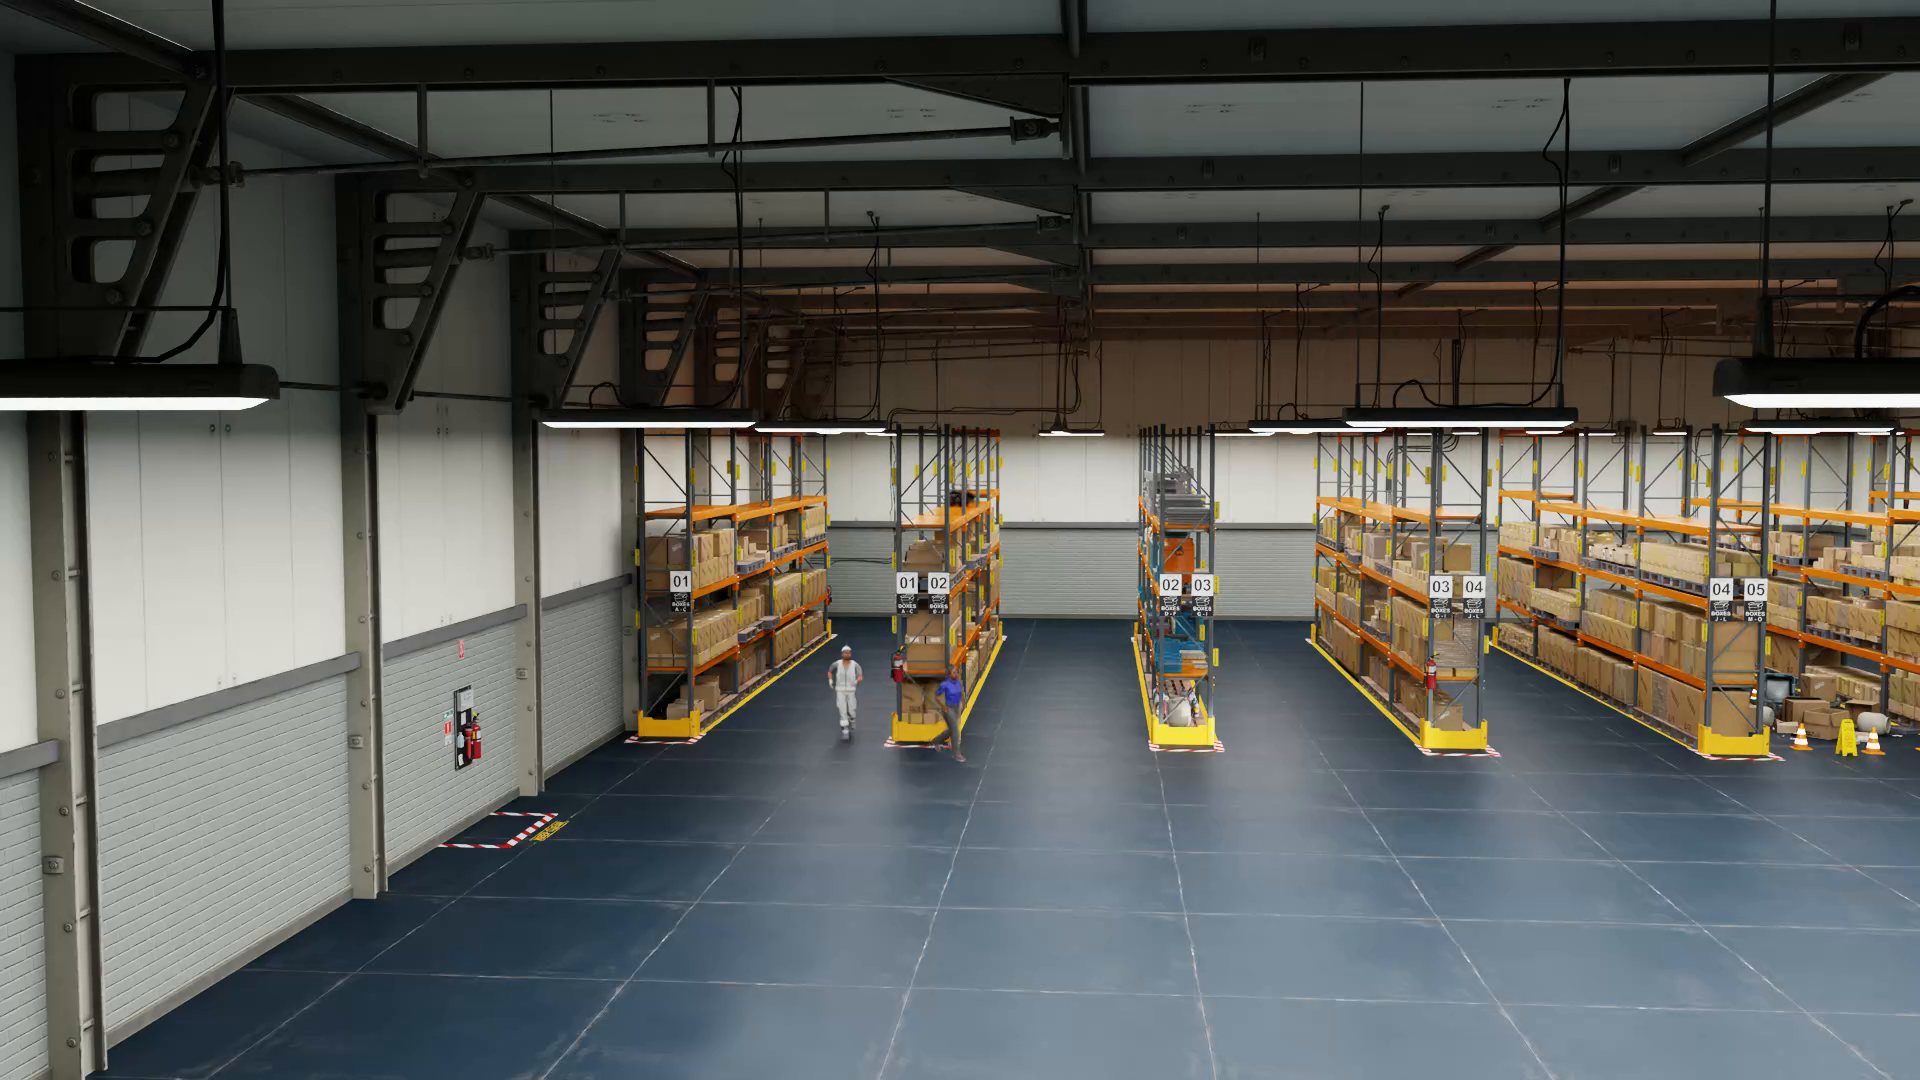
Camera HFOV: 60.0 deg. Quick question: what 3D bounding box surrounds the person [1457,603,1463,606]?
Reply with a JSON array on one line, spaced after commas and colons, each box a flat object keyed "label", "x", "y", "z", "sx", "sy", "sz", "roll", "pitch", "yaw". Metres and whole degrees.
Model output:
[{"label": "person", "x": 13.007, "y": 2.243, "z": 42.907, "sx": 0.747, "sy": 1.732, "sz": 0.688, "roll": 1, "pitch": 4, "yaw": 11}]

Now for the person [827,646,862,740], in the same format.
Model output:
[{"label": "person", "x": -2.199, "y": 2.916, "z": 31.855, "sx": 0.676, "sy": 1.731, "sz": 0.910, "roll": 0, "pitch": 3, "yaw": -6}]

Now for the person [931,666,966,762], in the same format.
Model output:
[{"label": "person", "x": -0.190, "y": 3.078, "z": 29.715, "sx": 0.845, "sy": 1.667, "sz": 0.591, "roll": 3, "pitch": 4, "yaw": 39}]
